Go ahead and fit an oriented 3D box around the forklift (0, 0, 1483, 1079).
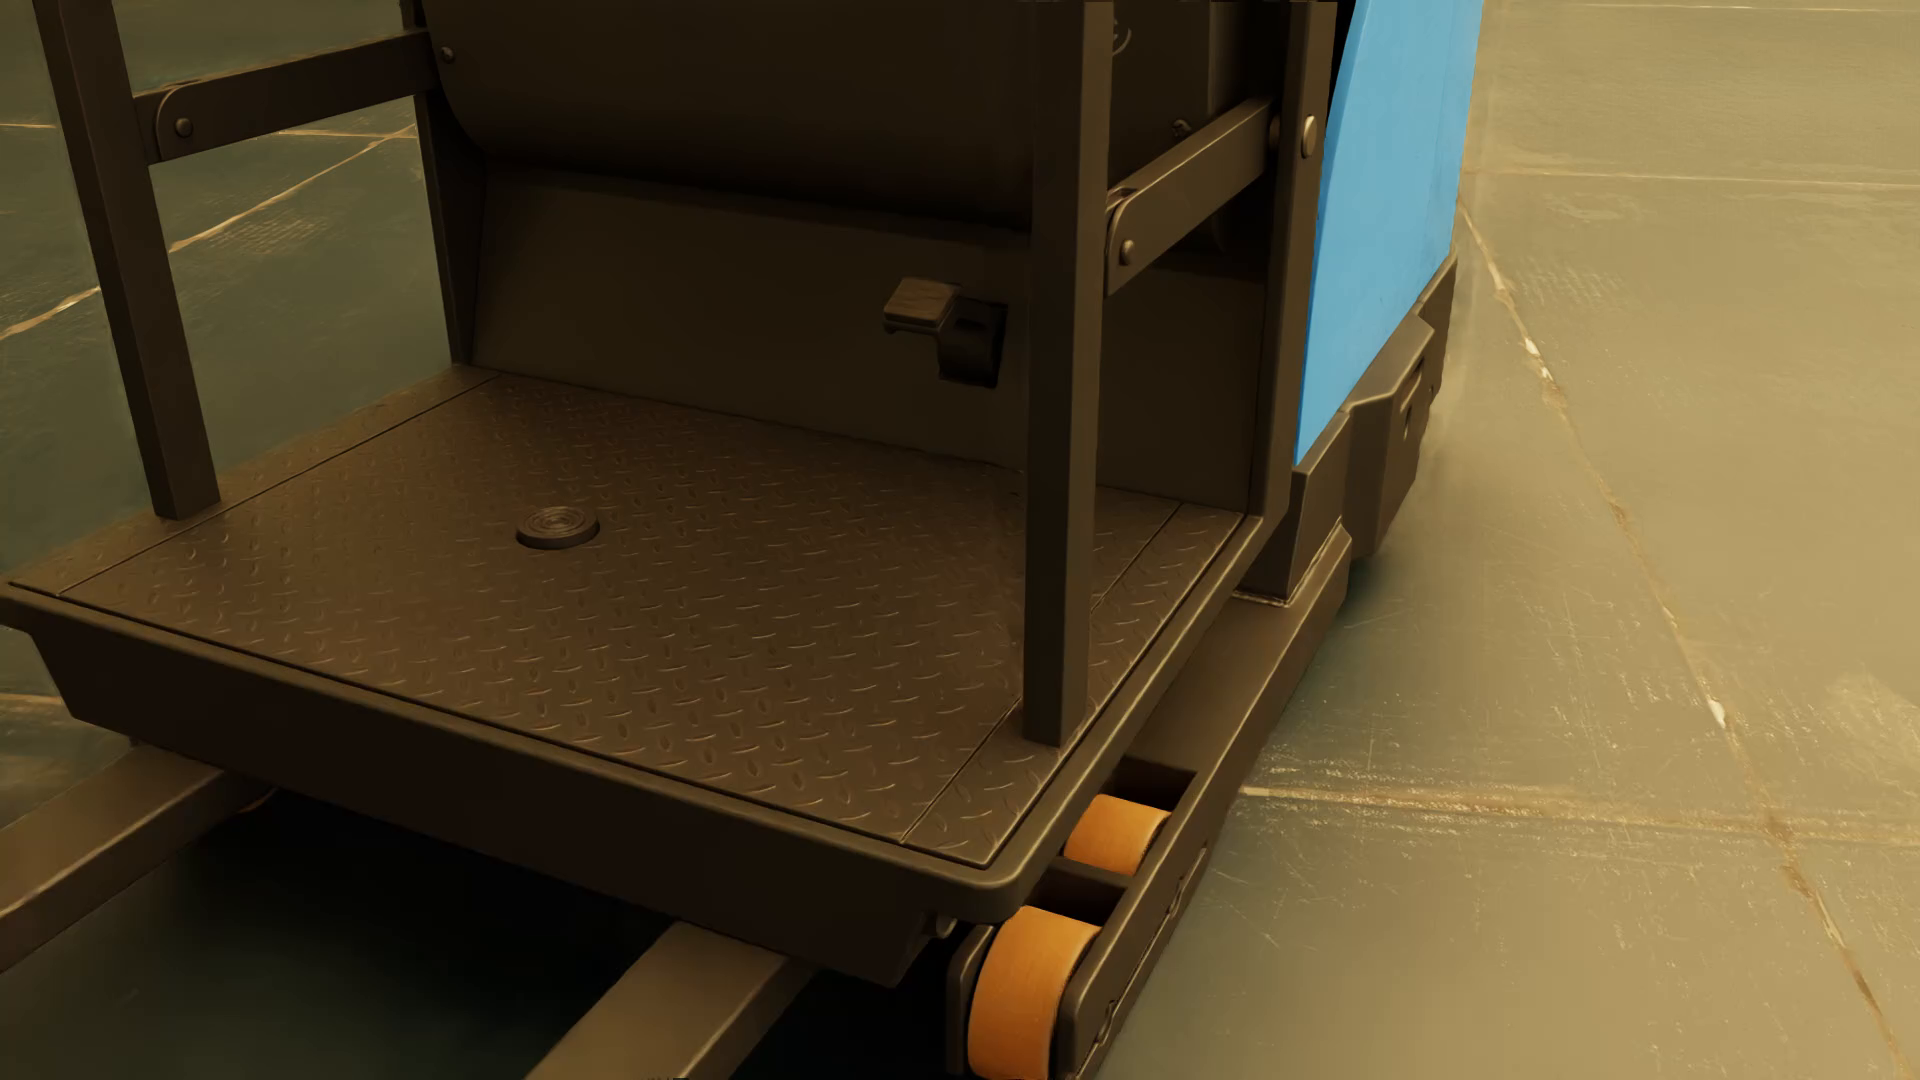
[{"bbox_3d":[-0.256,-1.034,1.290,1.130,2.935,3.031,12,29,22],"label":"forklift"}]
